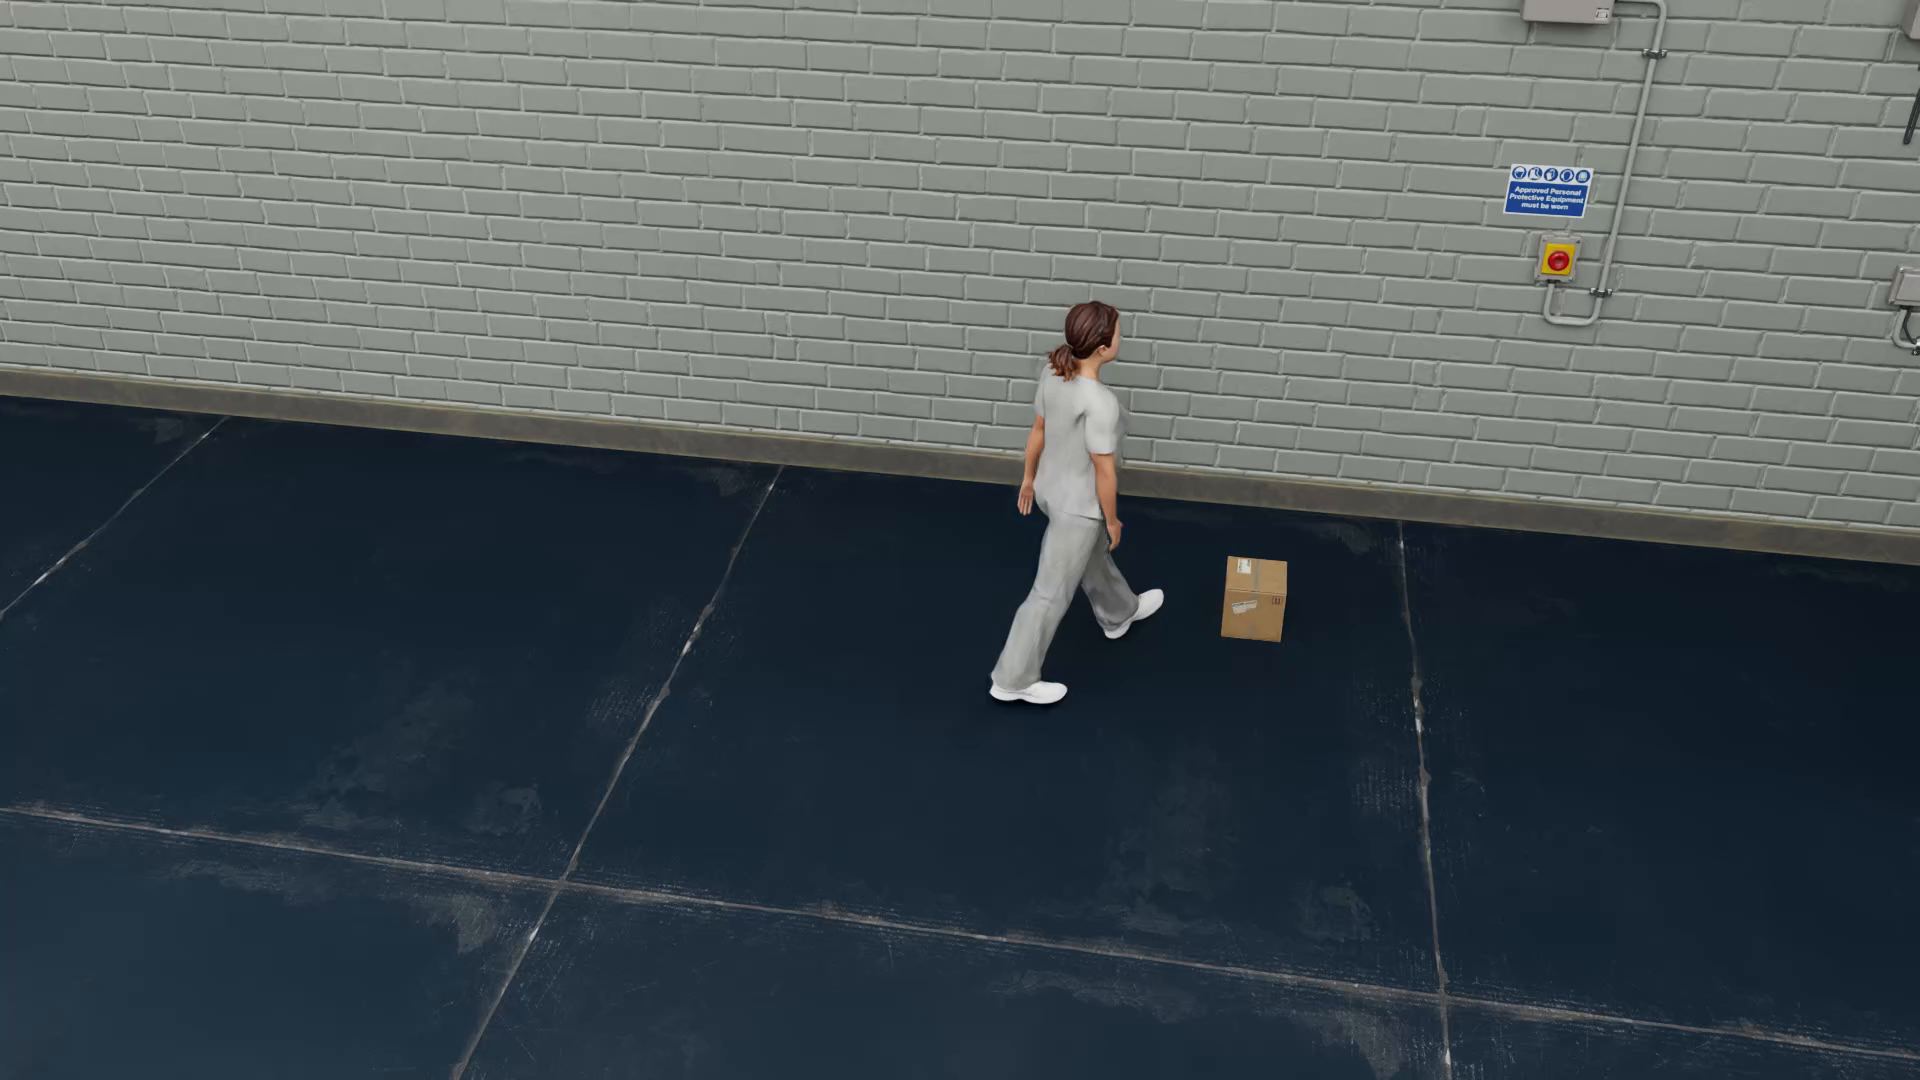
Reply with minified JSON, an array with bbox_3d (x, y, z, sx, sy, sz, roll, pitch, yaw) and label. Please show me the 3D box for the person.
[{"bbox_3d":[0.512,-0.172,6.419,0.911,1.636,0.468,-15,35,-22],"label":"person"}]
